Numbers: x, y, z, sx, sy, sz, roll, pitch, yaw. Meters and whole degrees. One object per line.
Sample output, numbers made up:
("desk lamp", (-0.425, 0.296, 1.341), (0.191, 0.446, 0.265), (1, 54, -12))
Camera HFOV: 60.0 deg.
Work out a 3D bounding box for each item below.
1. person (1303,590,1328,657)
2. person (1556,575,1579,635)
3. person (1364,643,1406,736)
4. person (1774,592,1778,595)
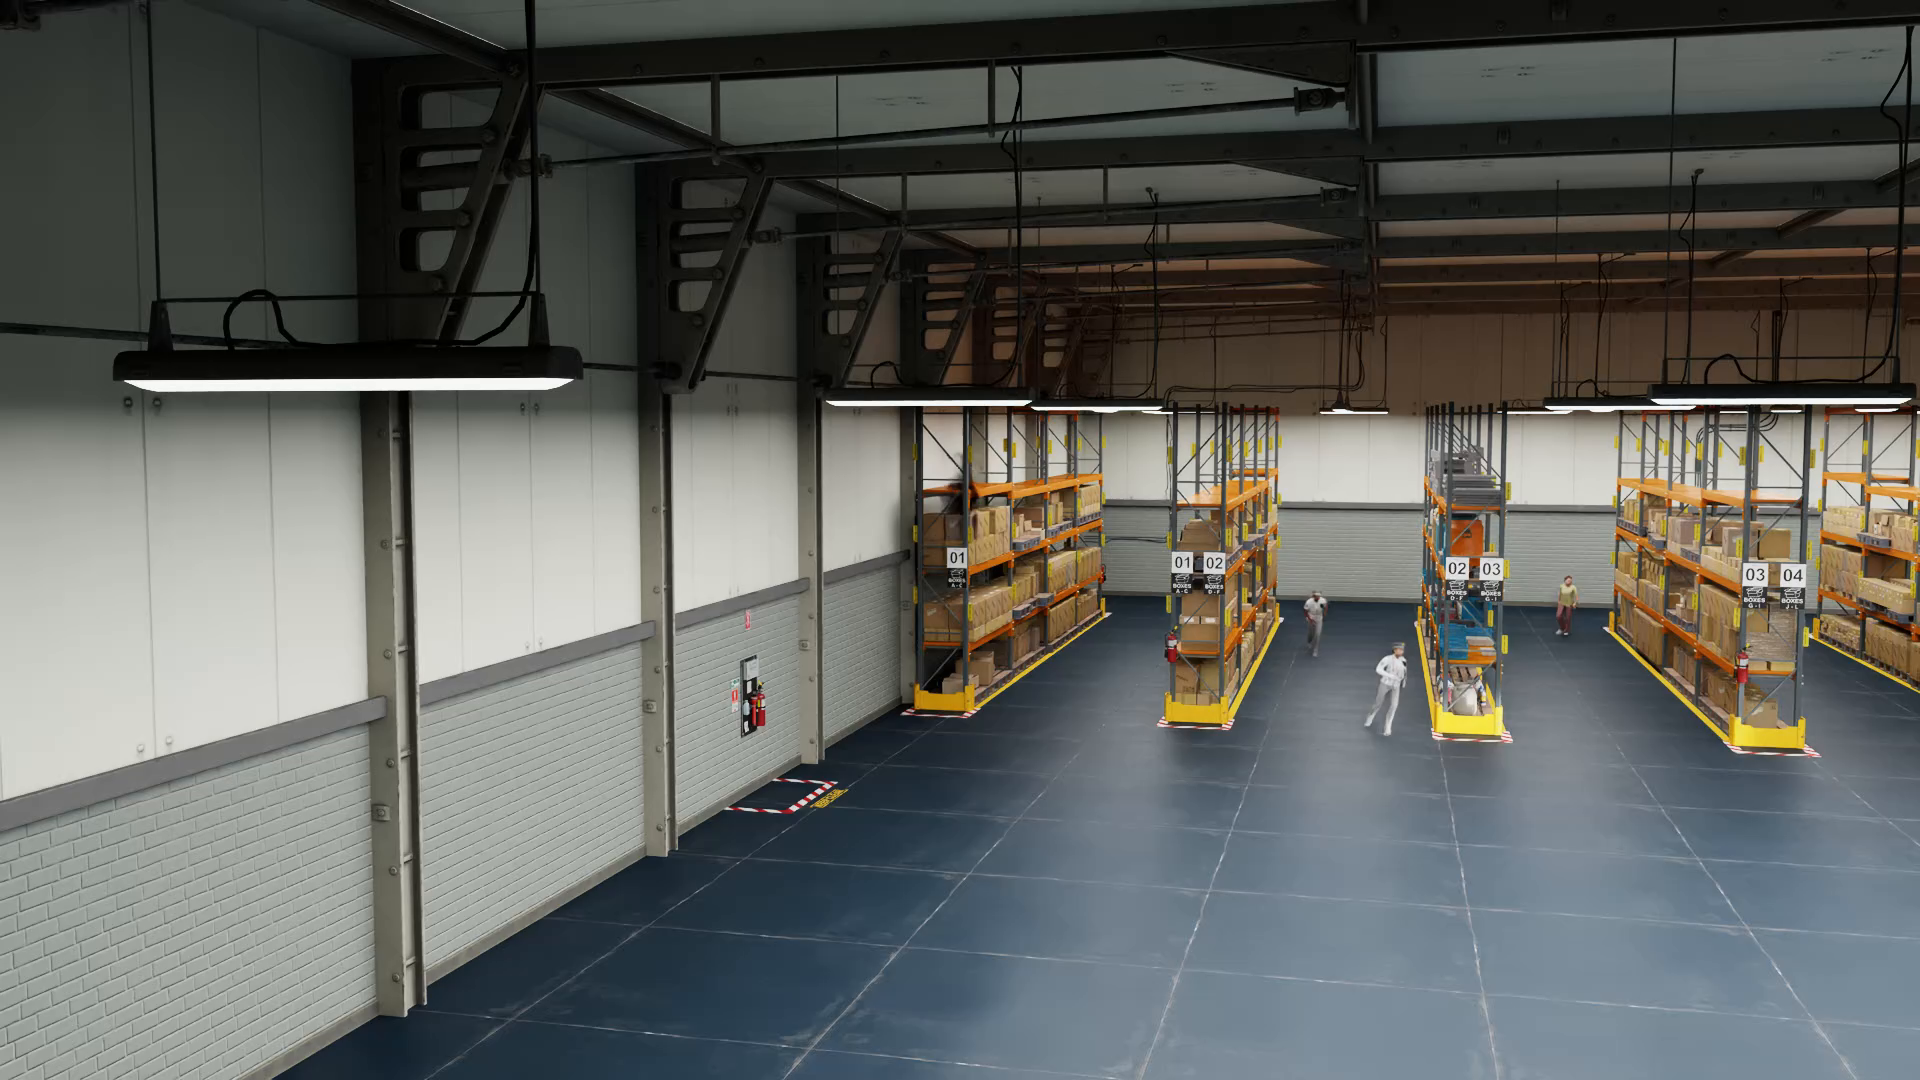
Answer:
("person", (8.556, 1.981, 40.159), (0.601, 1.635, 0.959), (0, 4, -3))
("person", (15.827, 1.705, 43.340), (0.548, 1.610, 0.682), (2, 5, 28))
("person", (7.845, 2.669, 30.292), (0.720, 1.645, 0.946), (-1, 4, -10))
("person", (21.340, 1.646, 44.084), (0.634, 1.631, 0.921), (4, 6, 41))
